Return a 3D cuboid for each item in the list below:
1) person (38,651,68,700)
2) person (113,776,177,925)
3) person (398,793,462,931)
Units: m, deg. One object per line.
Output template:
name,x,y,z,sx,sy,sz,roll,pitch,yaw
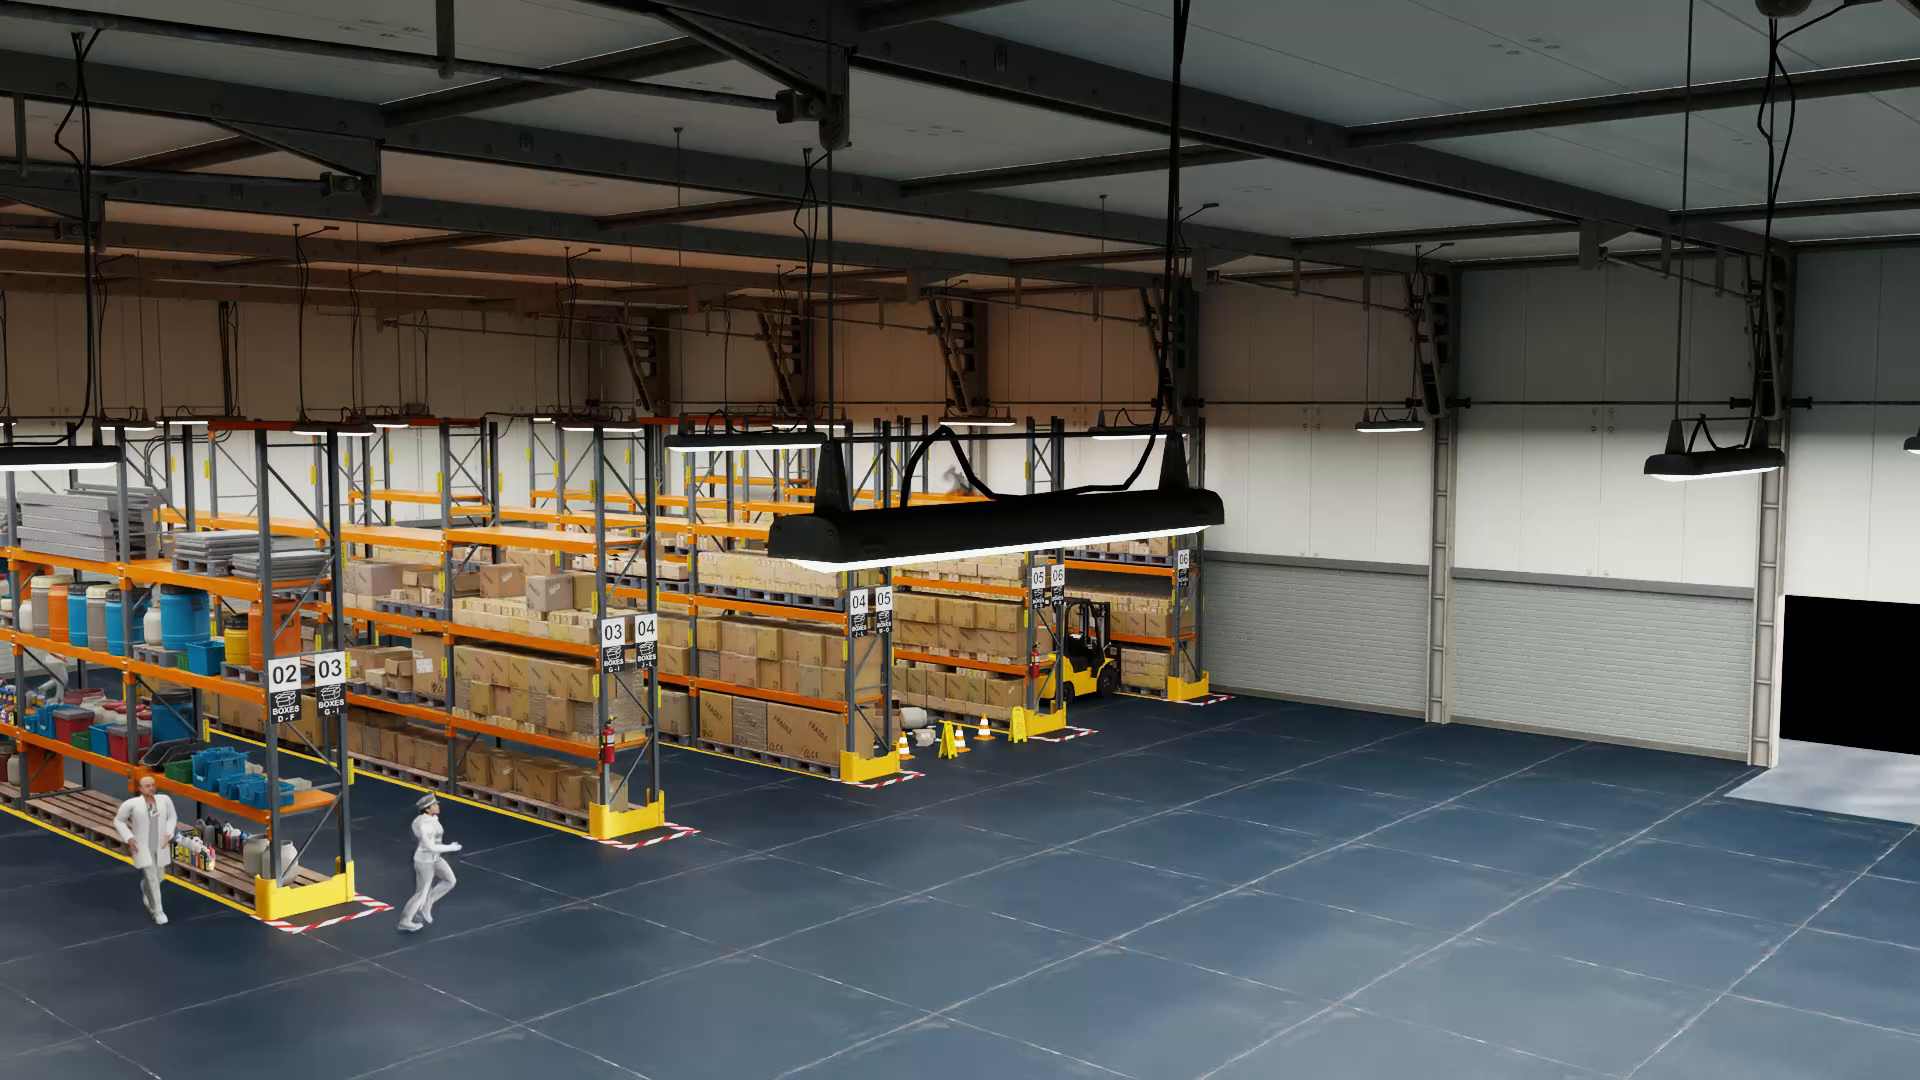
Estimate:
person,-19.109,2.609,35.040,0.598,1.638,0.614,-3,6,-34
person,-9.968,3.765,20.400,0.712,1.773,0.895,-5,7,-44
person,-6.352,3.828,19.937,0.760,1.645,0.629,-1,5,-9
